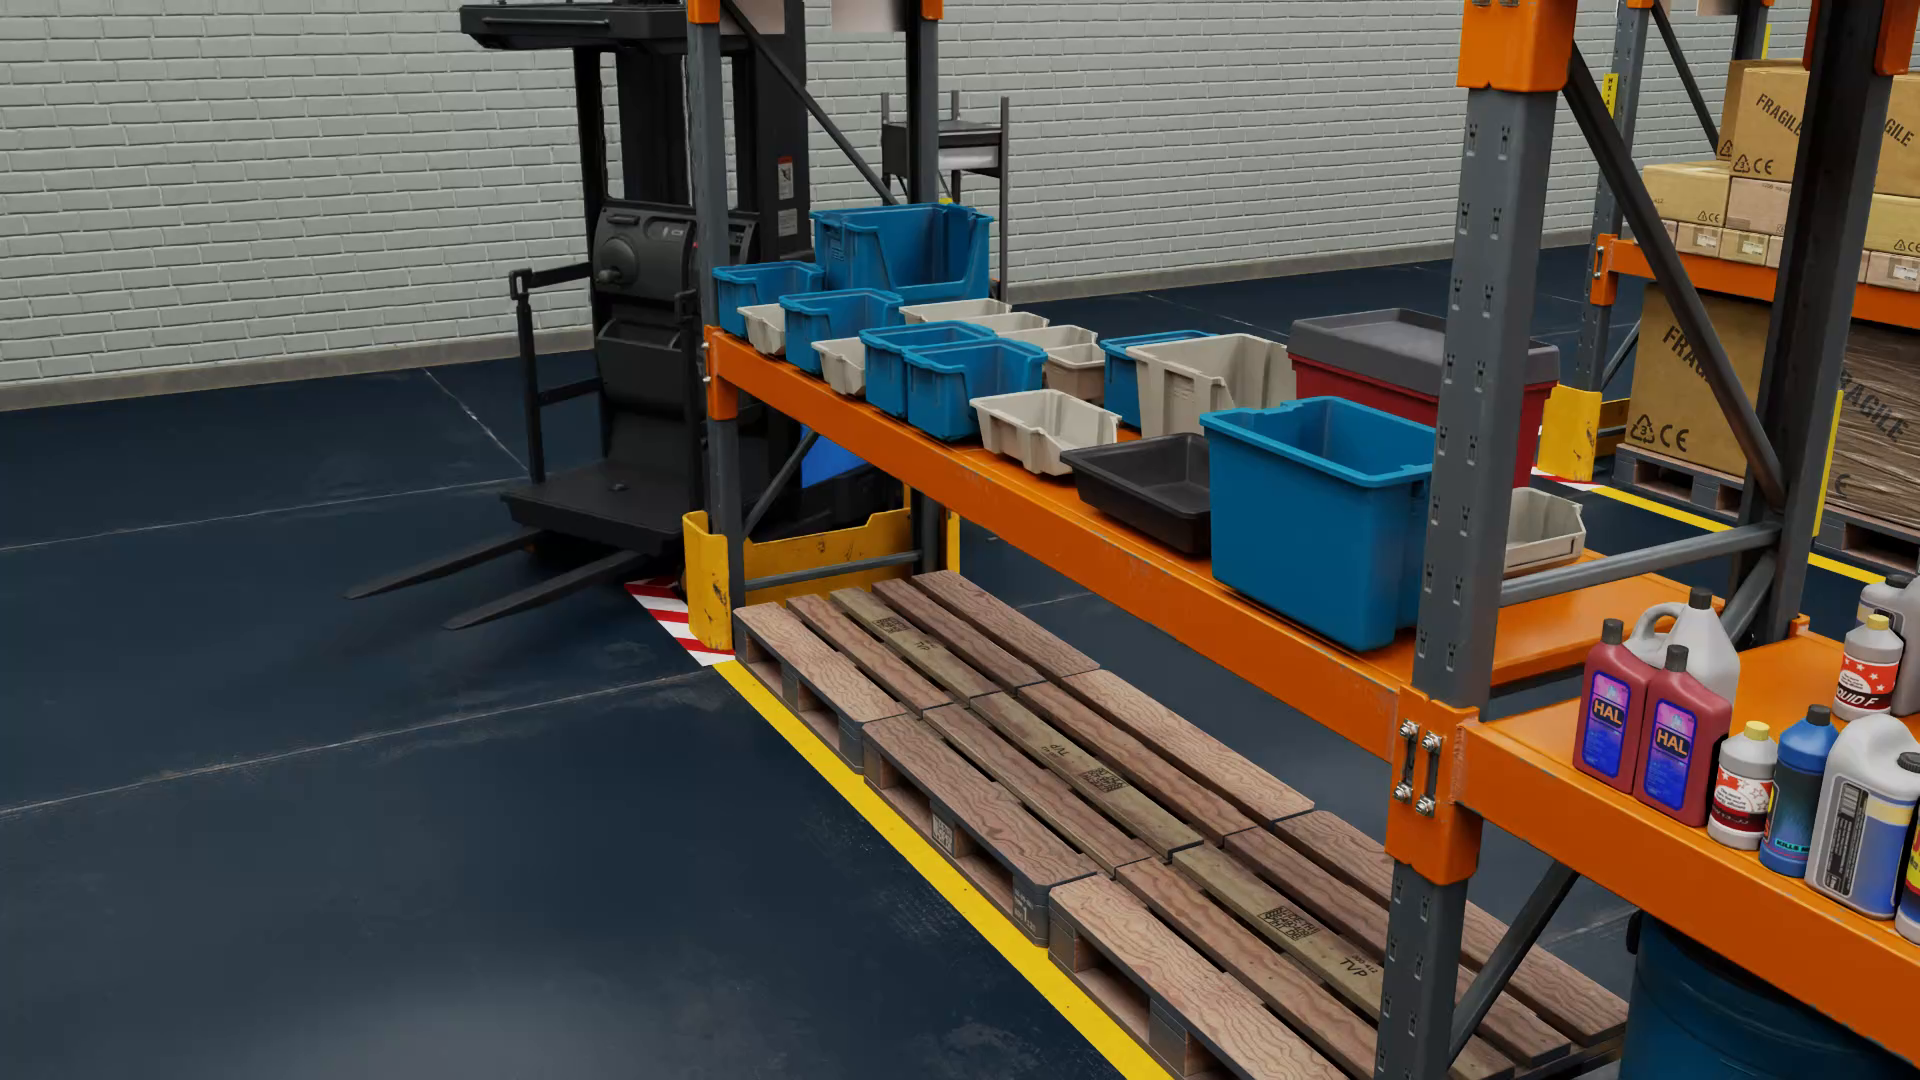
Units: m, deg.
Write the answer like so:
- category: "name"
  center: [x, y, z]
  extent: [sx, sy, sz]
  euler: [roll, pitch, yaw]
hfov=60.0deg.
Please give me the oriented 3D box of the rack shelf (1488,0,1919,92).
- category: "rack shelf"
  center: [2.296, -0.445, 1.327]
  extent: [1.077, 0.370, 4.000]
  euler: [-10, 21, -27]

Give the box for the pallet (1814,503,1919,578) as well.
- category: "pallet"
  center: [4.830, 0.029, 7.725]
  extent: [1.003, 0.211, 1.213]
  euler: [-10, 21, -27]

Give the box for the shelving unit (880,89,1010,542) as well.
- category: "shelving unit"
  center: [-0.073, -1.040, 7.928]
  extent: [0.431, 2.100, 0.503]
  euler: [-10, 21, -26]

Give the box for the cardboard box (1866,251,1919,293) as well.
- category: "cardboard box"
  center: [4.297, -1.216, 7.443]
  extent: [0.380, 0.149, 0.250]
  euler: [-10, 22, -27]

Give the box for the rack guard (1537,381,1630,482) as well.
- category: "rack guard"
  center: [3.795, -0.682, 9.341]
  extent: [1.175, 0.500, 0.348]
  euler: [-10, 21, -27]

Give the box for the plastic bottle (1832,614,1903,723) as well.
- category: "plastic bottle"
  center: [1.717, 0.240, 3.141]
  extent: [0.097, 0.201, 0.097]
  euler: [0, 19, 0]

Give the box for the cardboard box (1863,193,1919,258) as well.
- category: "cardboard box"
  center: [4.285, -1.454, 7.520]
  extent: [0.500, 0.250, 0.500]
  euler: [-11, 22, -28]

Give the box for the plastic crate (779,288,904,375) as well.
- category: "plastic crate"
  center: [-0.413, -0.728, 5.807]
  extent: [0.416, 0.233, 0.300]
  euler: [-10, 21, -27]

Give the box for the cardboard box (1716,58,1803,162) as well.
- category: "cardboard box"
  center: [4.269, -2.182, 8.480]
  extent: [0.500, 0.500, 0.500]
  euler: [-10, 21, -26]

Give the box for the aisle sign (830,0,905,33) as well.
- category: "aisle sign"
  center: [-0.329, -2.384, 6.458]
  extent: [0.394, 0.787, 0.004]
  euler: [-10, 21, -27]

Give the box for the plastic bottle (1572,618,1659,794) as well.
- category: "plastic bottle"
  center: [1.145, 0.285, 2.885]
  extent: [0.061, 0.283, 0.133]
  euler: [-10, 21, -27]

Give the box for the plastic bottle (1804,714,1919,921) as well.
- category: "plastic bottle"
  center: [1.405, 0.414, 2.522]
  extent: [0.152, 0.276, 0.135]
  euler: [-10, 21, -27]

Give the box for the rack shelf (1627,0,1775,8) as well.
- category: "rack shelf"
  center: [4.756, -2.360, 6.878]
  extent: [1.077, 0.370, 4.000]
  euler: [-10, 21, -27]

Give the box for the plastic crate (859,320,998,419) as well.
- category: "plastic crate"
  center: [-0.100, -0.539, 5.259]
  extent: [0.416, 0.233, 0.300]
  euler: [-10, 21, -27]

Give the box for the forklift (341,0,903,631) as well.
- category: "forklift"
  center: [-1.421, -1.300, 7.406]
  extent: [1.130, 2.935, 3.031]
  euler: [12, 22, 31]

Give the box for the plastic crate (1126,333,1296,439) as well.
- category: "plastic crate"
  center: [0.784, -0.381, 4.725]
  extent: [0.437, 0.282, 0.530]
  euler: [-10, 21, -27]

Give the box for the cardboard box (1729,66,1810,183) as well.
- category: "cardboard box"
  center: [4.034, -1.958, 7.831]
  extent: [0.500, 0.500, 0.500]
  euler: [-11, 22, -28]

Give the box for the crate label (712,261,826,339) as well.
- category: "crate label"
  center: [-0.725, -0.917, 6.355]
  extent: [0.416, 0.233, 0.303]
  euler: [-10, 21, -27]

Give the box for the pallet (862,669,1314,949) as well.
- category: "pallet"
  center: [0.380, 0.821, 5.428]
  extent: [1.003, 0.211, 1.213]
  euler: [-10, 21, -27]

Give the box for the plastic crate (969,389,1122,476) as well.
- category: "plastic crate"
  center: [0.255, -0.298, 4.710]
  extent: [0.293, 0.136, 0.466]
  euler: [-10, 21, -27]

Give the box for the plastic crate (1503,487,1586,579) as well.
- category: "plastic crate"
  center: [1.251, -0.001, 3.847]
  extent: [0.396, 0.136, 0.243]
  euler: [-10, 21, -27]

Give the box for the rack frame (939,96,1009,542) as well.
- category: "rack frame"
  center: [0.040, -0.970, 7.723]
  extent: [0.400, 2.100, 0.015]
  euler: [-10, 21, -26]

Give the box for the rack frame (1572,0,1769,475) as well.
- category: "rack frame"
  center: [3.806, -1.857, 8.914]
  extent: [1.000, 3.000, 0.127]
  euler: [-10, 21, -27]

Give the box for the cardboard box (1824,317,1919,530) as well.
- category: "cardboard box"
  center: [4.613, -0.618, 7.938]
  extent: [0.875, 0.875, 0.875]
  euler: [-10, 21, -27]

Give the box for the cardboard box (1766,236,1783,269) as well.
- category: "cardboard box"
  center: [4.054, -1.363, 7.869]
  extent: [0.380, 0.149, 0.250]
  euler: [-10, 22, -27]

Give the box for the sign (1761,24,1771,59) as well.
- category: "sign"
  center: [4.290, -2.596, 8.918]
  extent: [0.100, 0.325, 0.005]
  euler: [-10, 21, -27]

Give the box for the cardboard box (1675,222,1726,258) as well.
- category: "cardboard box"
  center: [3.807, -1.512, 8.298]
  extent: [0.380, 0.149, 0.250]
  euler: [-10, 22, -27]

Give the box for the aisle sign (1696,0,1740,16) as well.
- category: "aisle sign"
  center: [4.036, -3.153, 8.684]
  extent: [0.394, 0.787, 0.004]
  euler: [-10, 21, -27]

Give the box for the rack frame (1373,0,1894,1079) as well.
- category: "rack frame"
  center: [1.350, 0.058, 3.364]
  extent: [0.949, 2.616, 0.053]
  euler: [-10, 21, -27]

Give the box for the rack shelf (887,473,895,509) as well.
- category: "rack shelf"
  center: [-0.073, -0.366, 8.160]
  extent: [0.431, 0.518, 0.480]
  euler: [-10, 21, -26]

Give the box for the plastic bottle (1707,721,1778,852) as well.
- category: "plastic bottle"
  center: [1.280, 0.393, 2.700]
  extent: [0.097, 0.201, 0.097]
  euler: [0, 19, 0]

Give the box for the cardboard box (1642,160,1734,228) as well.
- category: "cardboard box"
  center: [3.796, -1.747, 8.369]
  extent: [0.500, 0.250, 0.500]
  euler: [-11, 22, -28]

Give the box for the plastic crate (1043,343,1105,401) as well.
- category: "plastic crate"
  center: [0.429, -0.543, 5.420]
  extent: [0.298, 0.136, 0.250]
  euler: [-10, 21, -27]

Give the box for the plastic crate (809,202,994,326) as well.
- category: "plastic crate"
  center: [-0.229, -1.067, 6.480]
  extent: [0.616, 0.435, 0.499]
  euler: [-10, 21, -27]

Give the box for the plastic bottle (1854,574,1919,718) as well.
- category: "plastic bottle"
  center: [1.818, 0.180, 3.200]
  extent: [0.152, 0.276, 0.135]
  euler: [-10, 21, -27]

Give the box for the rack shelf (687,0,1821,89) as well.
- category: "rack shelf"
  center: [0.397, -1.593, 4.655]
  extent: [1.077, 0.370, 4.000]
  euler: [-10, 21, -27]

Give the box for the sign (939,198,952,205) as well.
- category: "sign"
  center: [-0.076, -1.257, 6.924]
  extent: [0.100, 0.325, 0.005]
  euler: [-10, 21, -27]

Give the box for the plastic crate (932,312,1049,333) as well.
- category: "plastic crate"
  center: [0.119, -0.702, 5.879]
  extent: [0.396, 0.136, 0.243]
  euler: [-10, 21, -27]
